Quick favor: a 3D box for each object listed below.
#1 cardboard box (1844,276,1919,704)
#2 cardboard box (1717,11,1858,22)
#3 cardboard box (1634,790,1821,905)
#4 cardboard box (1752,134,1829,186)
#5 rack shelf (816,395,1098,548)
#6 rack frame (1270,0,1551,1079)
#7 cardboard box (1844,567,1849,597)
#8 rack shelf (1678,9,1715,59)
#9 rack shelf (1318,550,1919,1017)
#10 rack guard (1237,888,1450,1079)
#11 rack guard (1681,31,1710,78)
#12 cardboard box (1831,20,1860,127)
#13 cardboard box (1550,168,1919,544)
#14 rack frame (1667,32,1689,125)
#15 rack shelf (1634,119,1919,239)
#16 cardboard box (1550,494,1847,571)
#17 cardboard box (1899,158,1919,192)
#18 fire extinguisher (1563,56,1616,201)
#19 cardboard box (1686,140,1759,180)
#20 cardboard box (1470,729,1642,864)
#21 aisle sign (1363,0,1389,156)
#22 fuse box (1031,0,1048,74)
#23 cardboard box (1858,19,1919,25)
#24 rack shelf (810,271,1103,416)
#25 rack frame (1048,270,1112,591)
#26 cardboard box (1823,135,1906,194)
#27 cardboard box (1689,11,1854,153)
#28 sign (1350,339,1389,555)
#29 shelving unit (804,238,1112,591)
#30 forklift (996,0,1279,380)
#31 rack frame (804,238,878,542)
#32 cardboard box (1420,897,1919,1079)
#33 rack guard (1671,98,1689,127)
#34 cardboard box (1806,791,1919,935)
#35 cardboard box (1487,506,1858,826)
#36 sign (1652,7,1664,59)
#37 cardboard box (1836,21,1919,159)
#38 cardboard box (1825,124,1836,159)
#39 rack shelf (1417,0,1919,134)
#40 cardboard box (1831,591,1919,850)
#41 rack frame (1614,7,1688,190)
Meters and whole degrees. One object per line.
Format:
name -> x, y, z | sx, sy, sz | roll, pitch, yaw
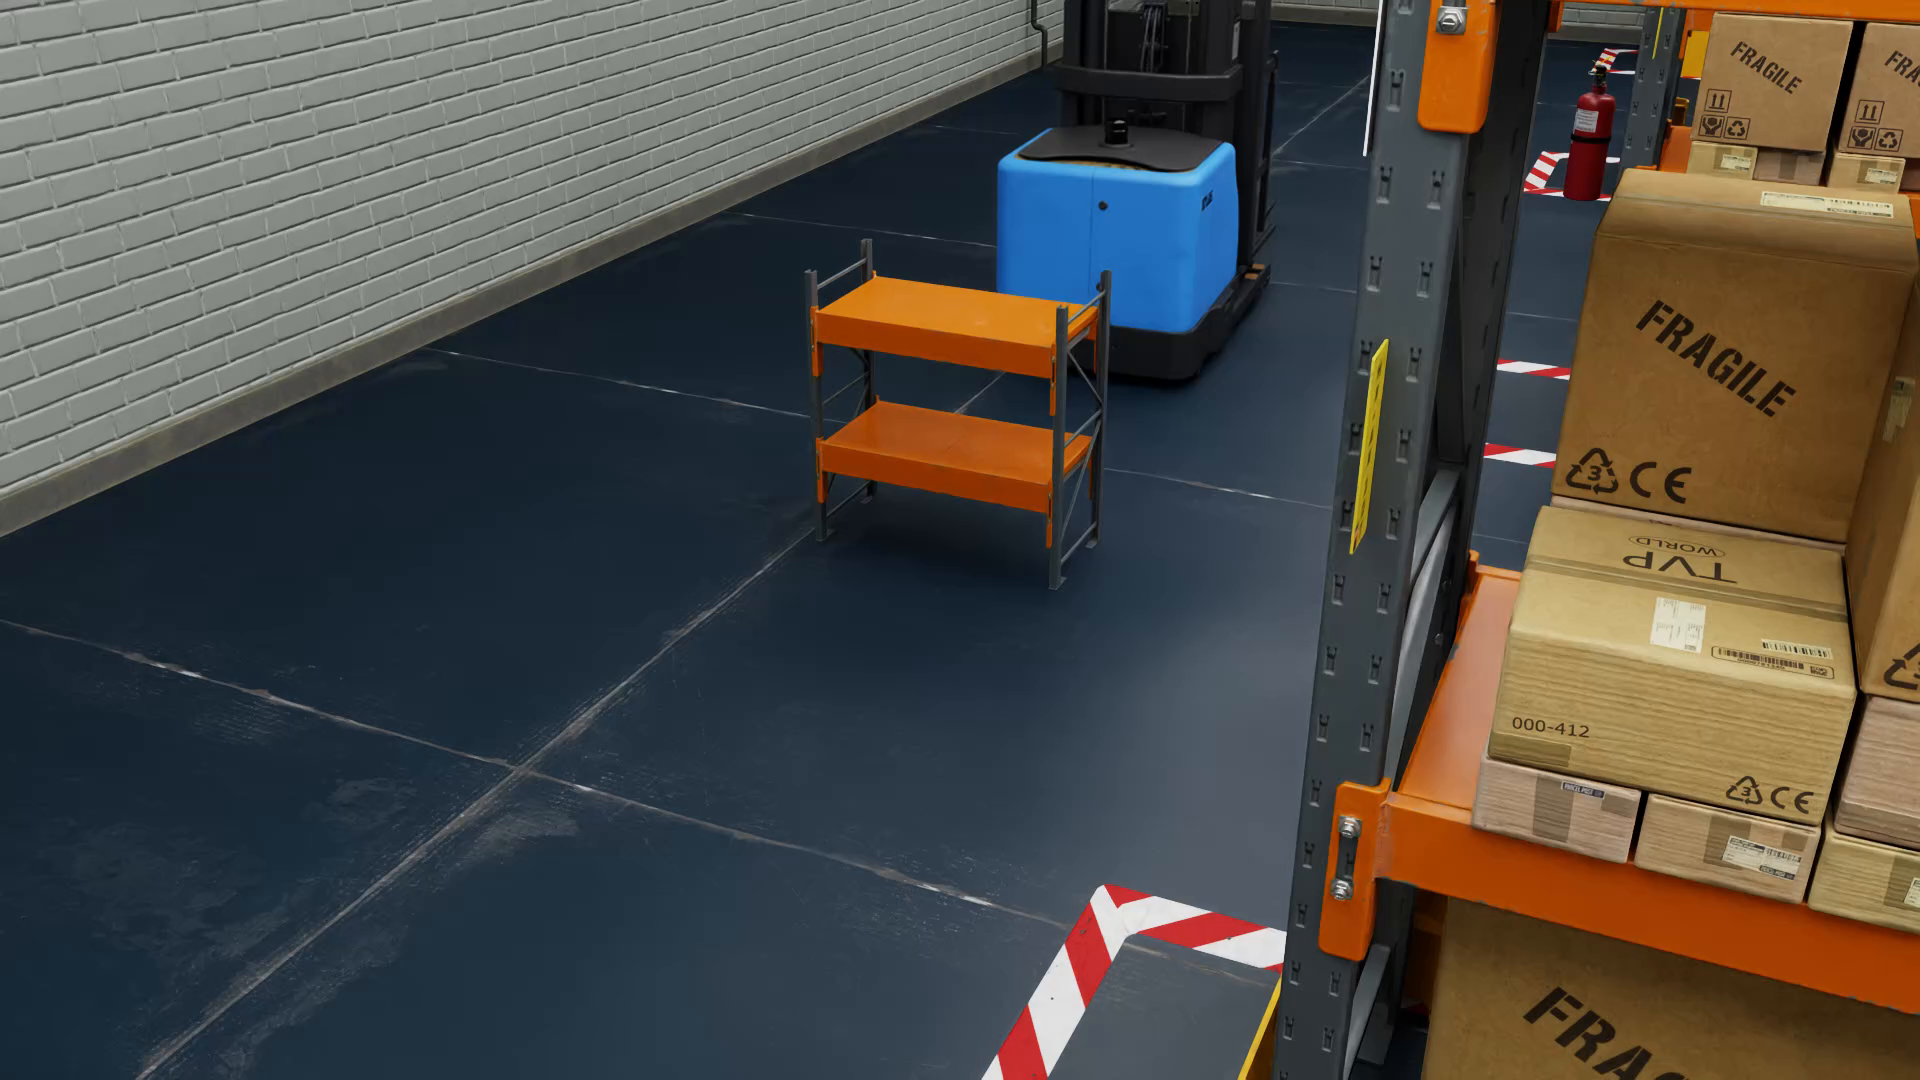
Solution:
cardboard box -> 1.648, -0.055, 2.450 | 0.500, 0.500, 0.500 | 11, 28, 21
cardboard box -> 3.312, -2.354, 6.554 | 0.500, 0.500, 0.500 | 11, 28, 21
cardboard box -> 1.289, 0.416, 2.793 | 0.250, 0.149, 0.380 | 11, 28, 21
cardboard box -> 3.421, -1.582, 6.853 | 0.250, 0.149, 0.380 | 12, 29, 24
rack shelf -> -0.006, -0.287, 6.612 | 1.000, 0.278, 0.538 | 11, 28, 22
rack frame -> 0.868, 0.060, 3.233 | 0.127, 3.000, 1.000 | 11, 28, 22
cardboard box -> 1.880, 0.069, 3.048 | 0.500, 0.250, 0.500 | 11, 28, 21
rack shelf -> 6.791, -3.236, 10.742 | 4.000, 0.370, 1.077 | 11, 28, 22
rack shelf -> 2.689, 0.748, 2.649 | 4.000, 0.370, 1.077 | 11, 28, 22
rack guard -> 0.846, 1.177, 3.794 | 0.348, 0.500, 1.175 | 11, 28, 22
rack guard -> 7.091, -4.786, 15.905 | 0.348, 0.500, 1.175 | 11, 28, 22
cardboard box -> 3.995, -2.019, 7.006 | 0.500, 0.500, 0.500 | 11, 28, 21
cardboard box -> 1.420, -0.359, 3.068 | 0.500, 0.500, 0.500 | 12, 29, 22
rack frame -> 4.970, -3.925, 11.326 | 0.127, 3.000, 1.000 | 11, 28, 22
rack shelf -> 4.834, -1.228, 6.662 | 4.000, 0.370, 1.077 | 11, 28, 22
cardboard box -> 1.419, -0.024, 3.237 | 0.500, 0.250, 0.500 | 11, 28, 21
cardboard box -> 3.937, -1.519, 6.725 | 0.250, 0.149, 0.380 | 13, 29, 24
fire extinguisher -> 2.975, -1.946, 7.816 | 0.183, 0.674, 0.296 | 11, 28, 22
cardboard box -> 3.172, -1.612, 6.913 | 0.250, 0.149, 0.380 | 11, 28, 21
cardboard box -> 1.054, 0.370, 2.887 | 0.250, 0.149, 0.380 | 12, 29, 22
aisle sign -> 0.678, -0.999, 2.440 | 0.004, 0.787, 0.394 | 11, 28, 22
fuse box -> 0.830, -5.186, 15.347 | 0.414, 1.711, 0.539 | 11, 28, 22
cardboard box -> 3.774, -2.264, 6.371 | 0.500, 0.500, 0.500 | 12, 29, 23
rack shelf -> -0.006, -0.768, 6.375 | 1.000, 0.278, 0.538 | 11, 28, 22
rack frame -> 0.457, -0.413, 6.315 | 0.032, 1.125, 0.500 | 11, 28, 22
cardboard box -> 3.644, -1.512, 6.709 | 0.250, 0.149, 0.380 | 11, 28, 20
cardboard box -> 3.307, -1.901, 6.766 | 0.500, 0.500, 0.500 | 13, 29, 24
sign -> 0.633, -0.142, 2.573 | 0.005, 0.325, 0.100 | 11, 28, 22
shelving unit -> -0.006, -0.506, 6.504 | 1.048, 1.125, 0.538 | 11, 28, 22
forklift -> 1.168, -2.732, 8.981 | 1.130, 2.935, 3.031 | 10, 28, 19
rack frame -> -0.469, -0.599, 6.693 | 0.032, 1.125, 0.500 | 11, 28, 22
cardboard box -> 1.484, 0.909, 3.437 | 0.875, 0.875, 0.875 | 11, 28, 22
rack guard -> 4.948, -2.808, 11.887 | 0.348, 0.500, 1.175 | 11, 28, 22
cardboard box -> 1.522, 0.463, 2.698 | 0.250, 0.149, 0.380 | 11, 28, 21
cardboard box -> 1.193, 0.190, 2.801 | 0.500, 0.250, 0.500 | 11, 28, 20
sign -> 2.789, -2.086, 6.611 | 0.005, 0.325, 0.100 | 11, 28, 22
cardboard box -> 3.805, -1.814, 6.588 | 0.500, 0.500, 0.500 | 11, 28, 22
cardboard box -> 3.872, -1.757, 7.207 | 0.250, 0.149, 0.380 | 11, 28, 21
rack shelf -> 2.689, -0.597, 1.986 | 4.000, 0.370, 1.077 | 11, 28, 22
cardboard box -> 1.669, 0.282, 2.614 | 0.500, 0.250, 0.500 | 11, 28, 21
rack frame -> 3.013, -1.916, 7.246 | 0.127, 3.000, 1.000 | 11, 28, 22
